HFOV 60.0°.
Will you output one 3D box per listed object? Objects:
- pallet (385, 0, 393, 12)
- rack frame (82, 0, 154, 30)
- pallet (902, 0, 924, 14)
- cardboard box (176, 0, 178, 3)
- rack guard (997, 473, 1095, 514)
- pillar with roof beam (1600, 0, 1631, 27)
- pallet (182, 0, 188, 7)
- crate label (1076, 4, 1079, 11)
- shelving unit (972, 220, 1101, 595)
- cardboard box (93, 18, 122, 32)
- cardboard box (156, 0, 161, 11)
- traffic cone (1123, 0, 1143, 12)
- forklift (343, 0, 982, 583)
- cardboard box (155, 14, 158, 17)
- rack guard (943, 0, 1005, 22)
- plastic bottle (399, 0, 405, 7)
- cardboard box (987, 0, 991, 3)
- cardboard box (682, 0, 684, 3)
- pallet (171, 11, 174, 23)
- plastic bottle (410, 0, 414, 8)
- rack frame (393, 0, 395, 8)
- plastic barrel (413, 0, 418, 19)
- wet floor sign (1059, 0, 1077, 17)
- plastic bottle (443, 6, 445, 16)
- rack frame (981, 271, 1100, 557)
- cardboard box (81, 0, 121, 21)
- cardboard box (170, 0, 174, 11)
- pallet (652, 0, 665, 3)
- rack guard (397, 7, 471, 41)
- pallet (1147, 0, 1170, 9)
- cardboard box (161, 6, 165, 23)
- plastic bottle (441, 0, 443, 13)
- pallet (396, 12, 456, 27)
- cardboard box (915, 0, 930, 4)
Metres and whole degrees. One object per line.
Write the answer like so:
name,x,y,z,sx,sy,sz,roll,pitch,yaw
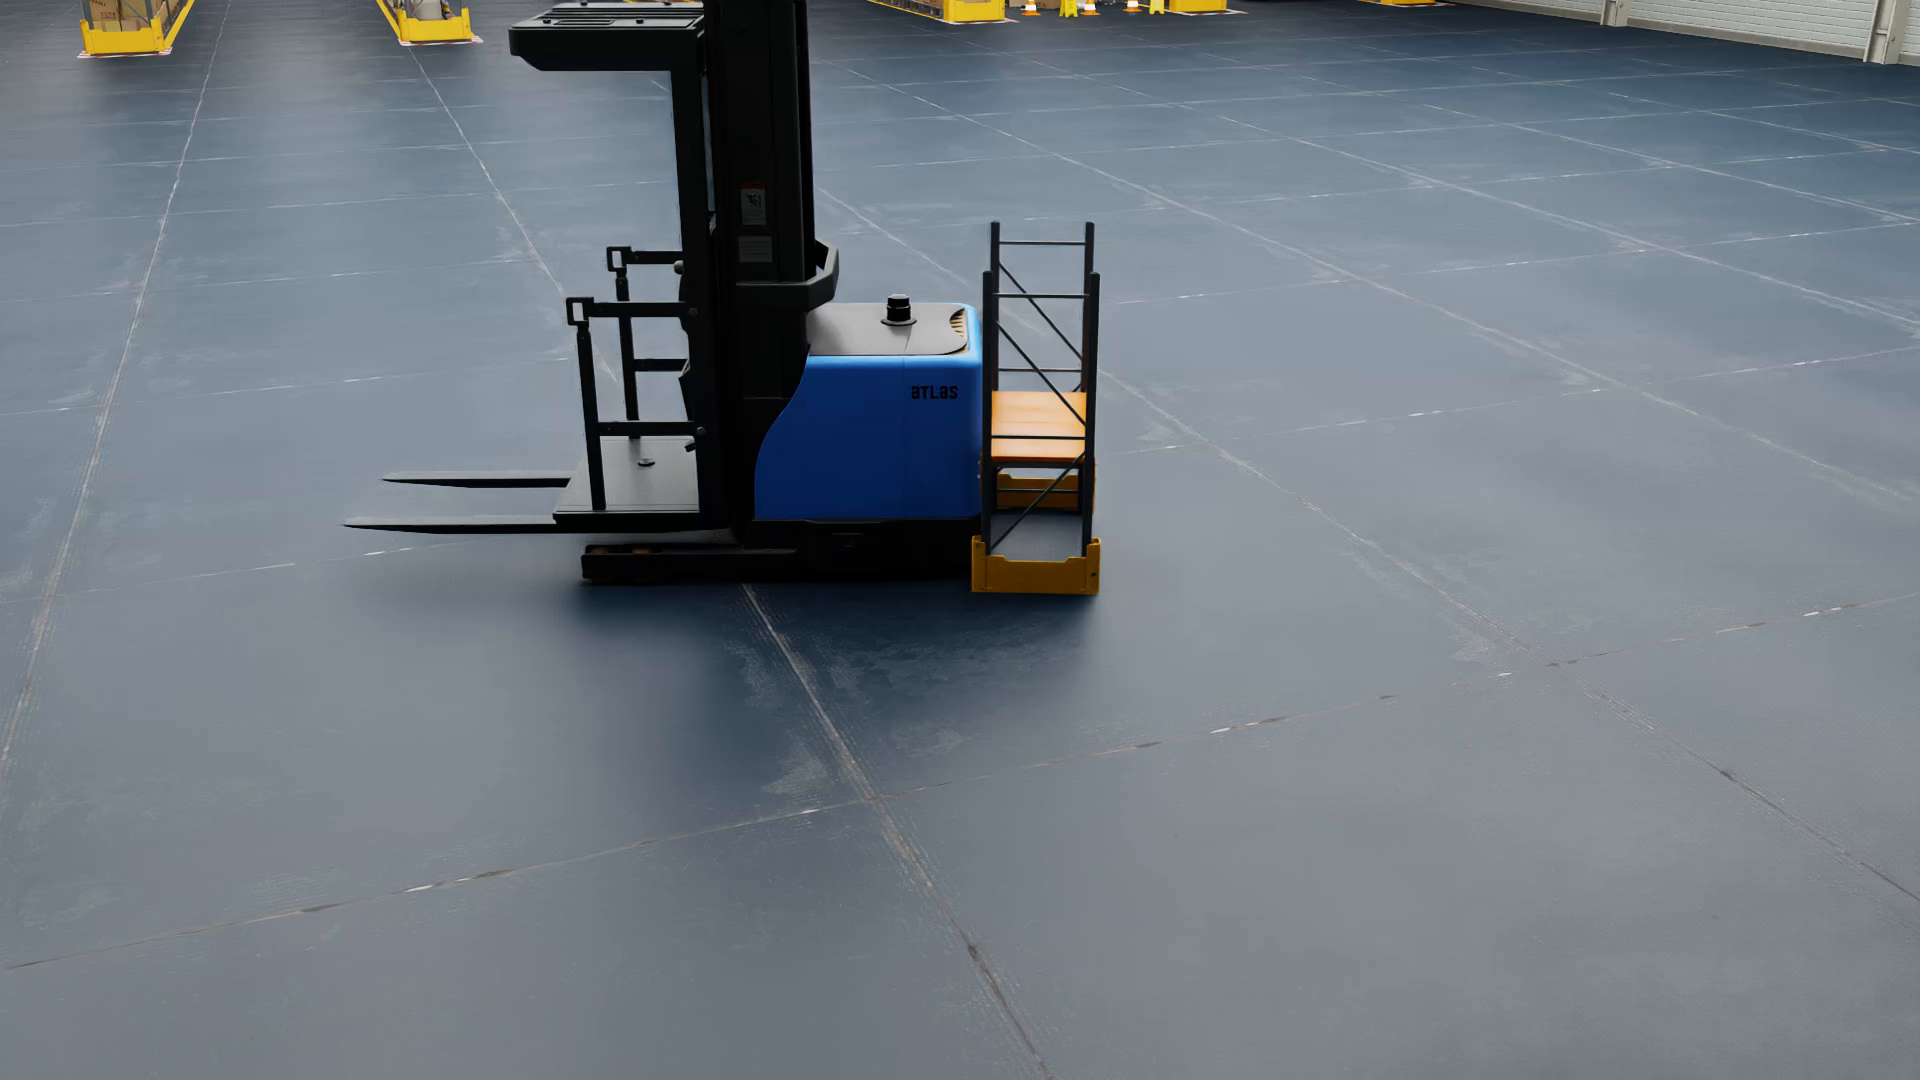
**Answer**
pallet,-11.208,-10.976,34.019,1.003,0.211,1.213,-8,24,-19
rack frame,-13.681,-9.405,26.702,1.000,3.000,0.127,-8,24,-19
pallet,-0.519,-10.844,33.706,1.003,0.211,1.213,-8,24,-19
cardboard box,-15.733,-10.710,32.799,0.500,0.250,0.500,-8,24,-18
rack guard,0.399,-0.271,8.571,0.587,0.250,0.087,1,23,3
pillar with roof beam,8.190,-13.175,27.923,9.100,9.000,0.400,-8,24,-19
pallet,-16.736,-11.303,34.796,1.003,0.211,1.213,-8,24,-19
crate label,2.246,-10.784,33.659,0.298,0.136,0.250,18,29,36
shelving unit,0.374,-0.654,7.870,0.587,1.500,1.083,1,23,3
cardboard box,-14.147,-8.486,27.520,0.500,0.250,0.500,-8,24,-19
cardboard box,-14.190,-9.448,28.837,0.500,0.500,0.500,-8,24,-19
traffic cone,3.500,-10.933,33.593,0.336,0.463,0.334,-8,24,-19
forklift,-1.406,-1.356,7.693,3.031,2.935,1.130,0,23,-1
cardboard box,-13.843,-8.738,28.119,0.500,0.250,0.500,-8,24,-19
rack guard,0.272,-10.246,31.916,1.175,0.500,0.348,-8,24,-19
plastic bottle,-10.168,-9.733,30.421,0.152,0.276,0.135,-8,24,-19
cardboard box,0.359,-11.286,34.380,0.500,0.500,0.500,-4,23,-10
cardboard box,-5.064,-10.476,31.921,0.500,0.500,0.500,-6,24,-14
pallet,-15.391,-9.836,31.314,1.003,0.211,1.213,-8,24,-19
plastic bottle,-10.216,-9.940,30.913,0.152,0.276,0.135,-8,24,-19
rack frame,-10.459,-11.537,31.759,1.000,3.000,0.127,-8,24,-19
plastic barrel,-9.527,-9.541,29.687,0.421,0.512,0.421,0,23,0
wet floor sign,2.126,-10.583,32.528,0.267,0.644,0.232,-13,26,-28
plastic bottle,-9.432,-9.735,30.523,0.097,0.201,0.097,0,23,0
rack frame,0.347,-0.453,7.394,0.500,1.500,0.032,1,23,3
cardboard box,-14.149,-8.831,27.374,0.500,0.500,0.500,-8,24,-19
cardboard box,-15.184,-10.151,31.472,0.500,0.250,0.500,-8,24,-18
pallet,-5.555,-10.692,33.346,1.003,0.211,1.213,-8,24,-19
rack guard,-9.117,-8.952,28.847,1.175,0.500,0.348,-8,24,-19
pallet,4.578,-11.165,34.468,1.003,0.211,1.213,-8,24,-19
cardboard box,-14.368,-9.283,29.413,0.500,0.250,0.500,-8,24,-19
plastic bottle,-9.551,-9.891,30.802,0.097,0.271,0.097,0,23,0
pallet,-9.826,-9.558,30.655,1.003,0.211,1.213,-8,24,-19
cardboard box,-0.351,-11.178,33.103,0.875,0.875,0.875,-9,24,-20
